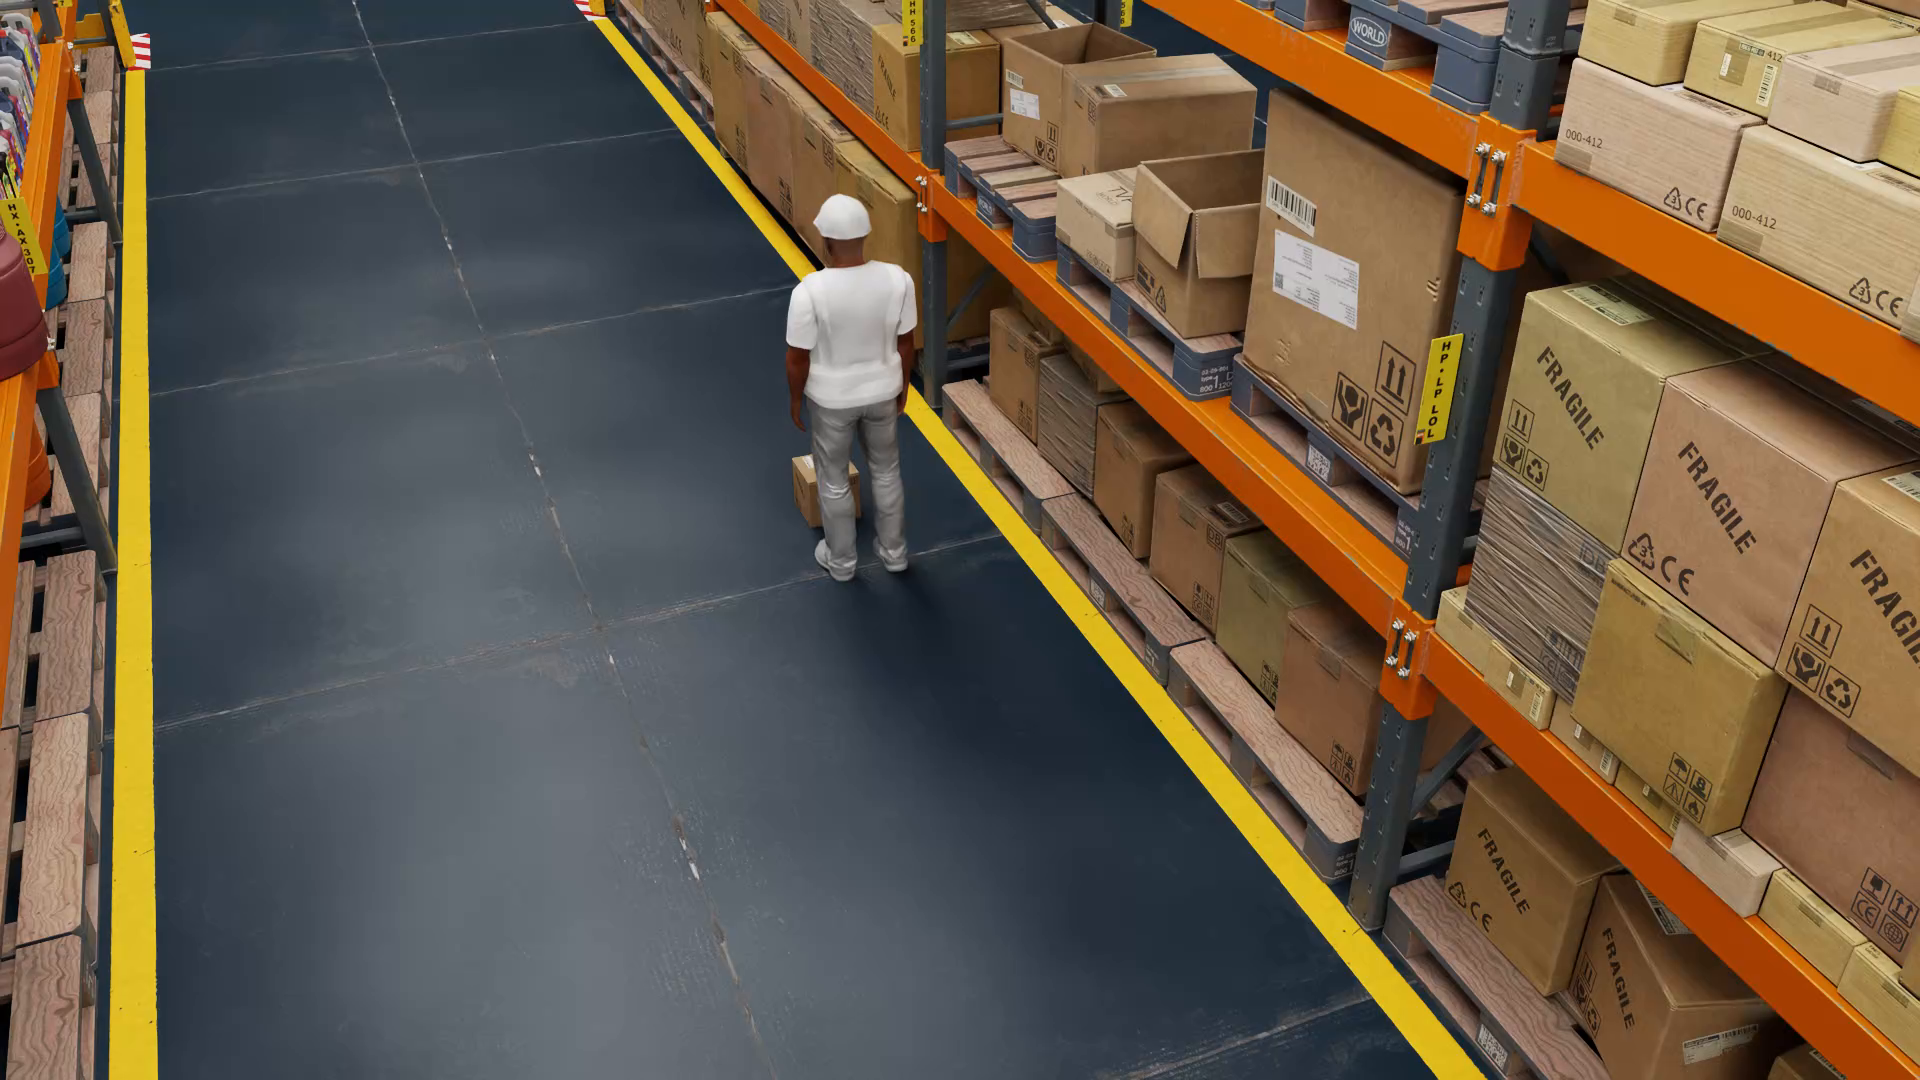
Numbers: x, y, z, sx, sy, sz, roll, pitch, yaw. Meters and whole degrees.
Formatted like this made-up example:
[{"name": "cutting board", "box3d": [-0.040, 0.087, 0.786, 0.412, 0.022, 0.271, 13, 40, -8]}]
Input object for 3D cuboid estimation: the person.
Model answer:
[{"name": "person", "box3d": [-0.463, -0.625, 7.083, 0.564, 1.774, 0.358, -12, 35, -18]}]
